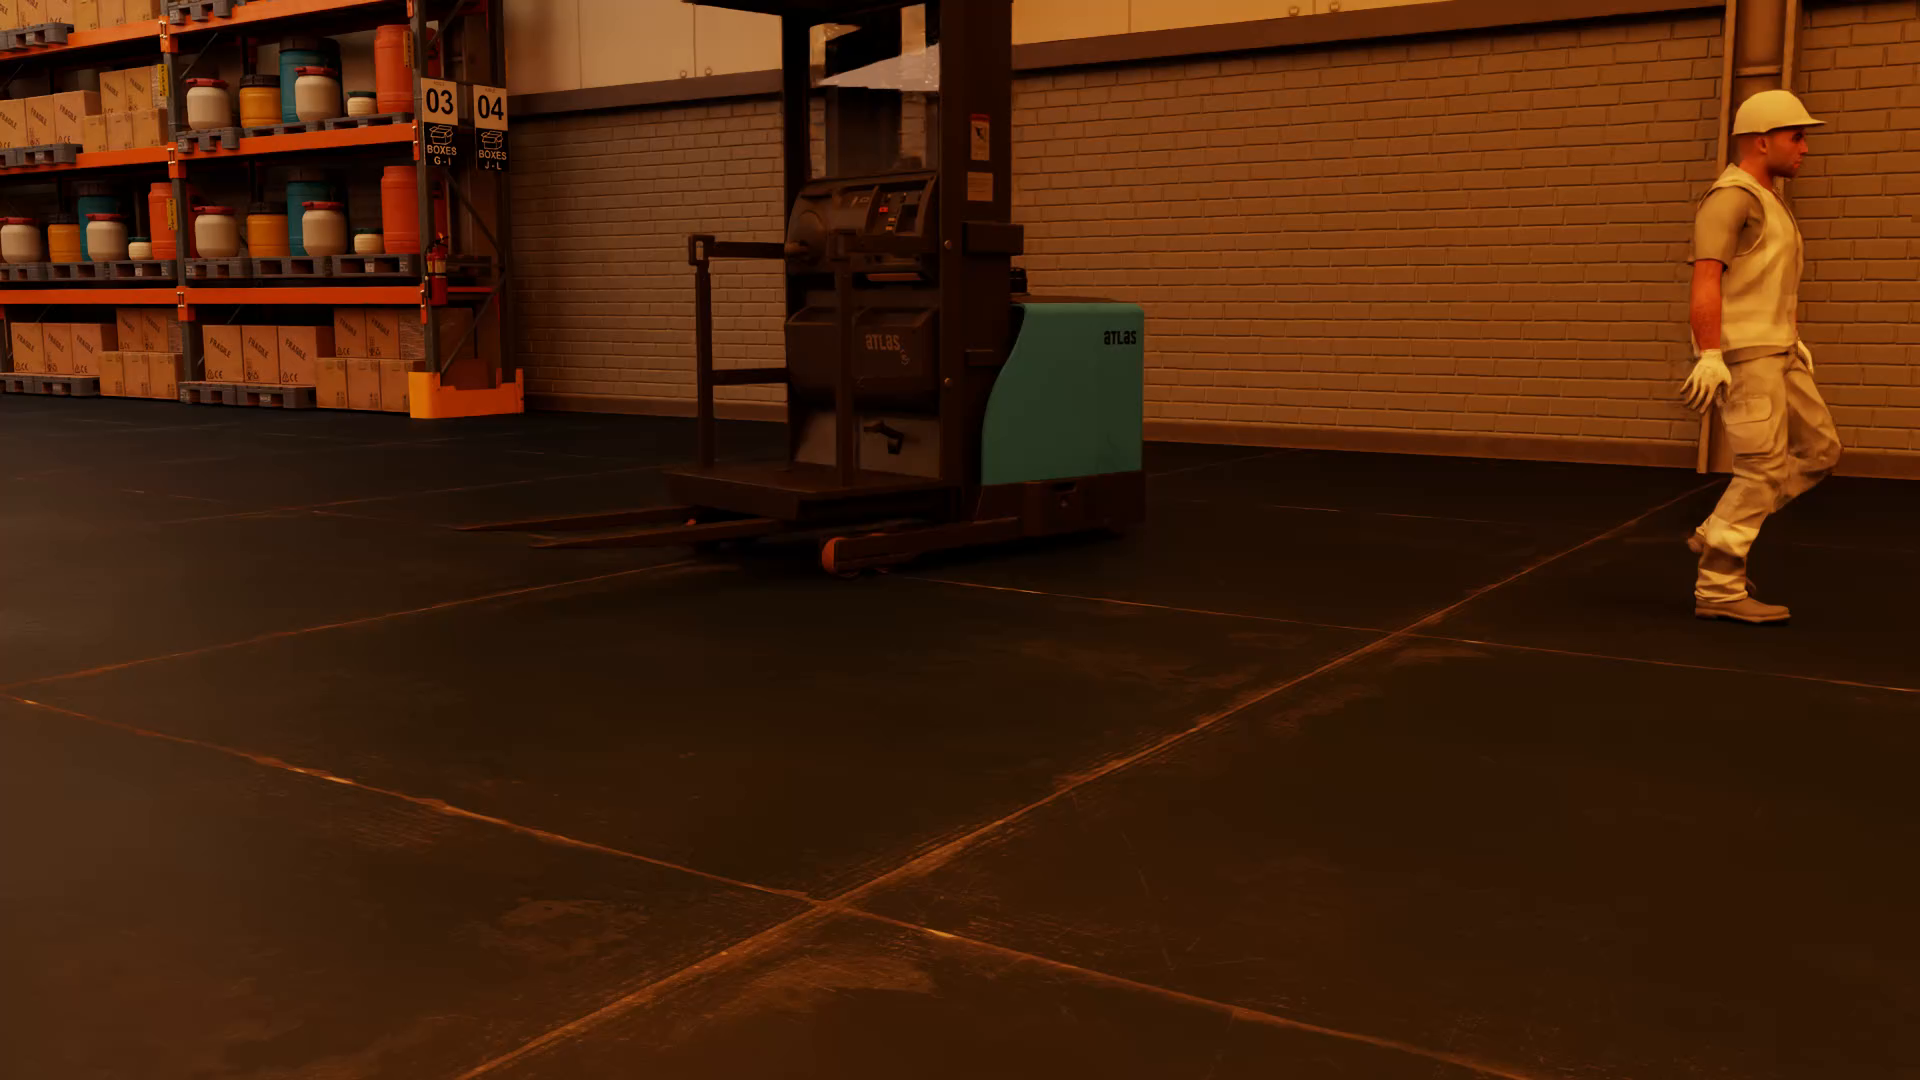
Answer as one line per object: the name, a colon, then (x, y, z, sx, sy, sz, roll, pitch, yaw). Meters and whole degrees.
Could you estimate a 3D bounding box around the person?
person: (2.713, -0.608, 5.613, 0.468, 1.767, 0.719, 5, 10, 33)

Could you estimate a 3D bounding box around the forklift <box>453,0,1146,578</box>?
forklift: (-0.580, -1.382, 6.913, 3.031, 2.935, 1.130, -7, 11, -41)
